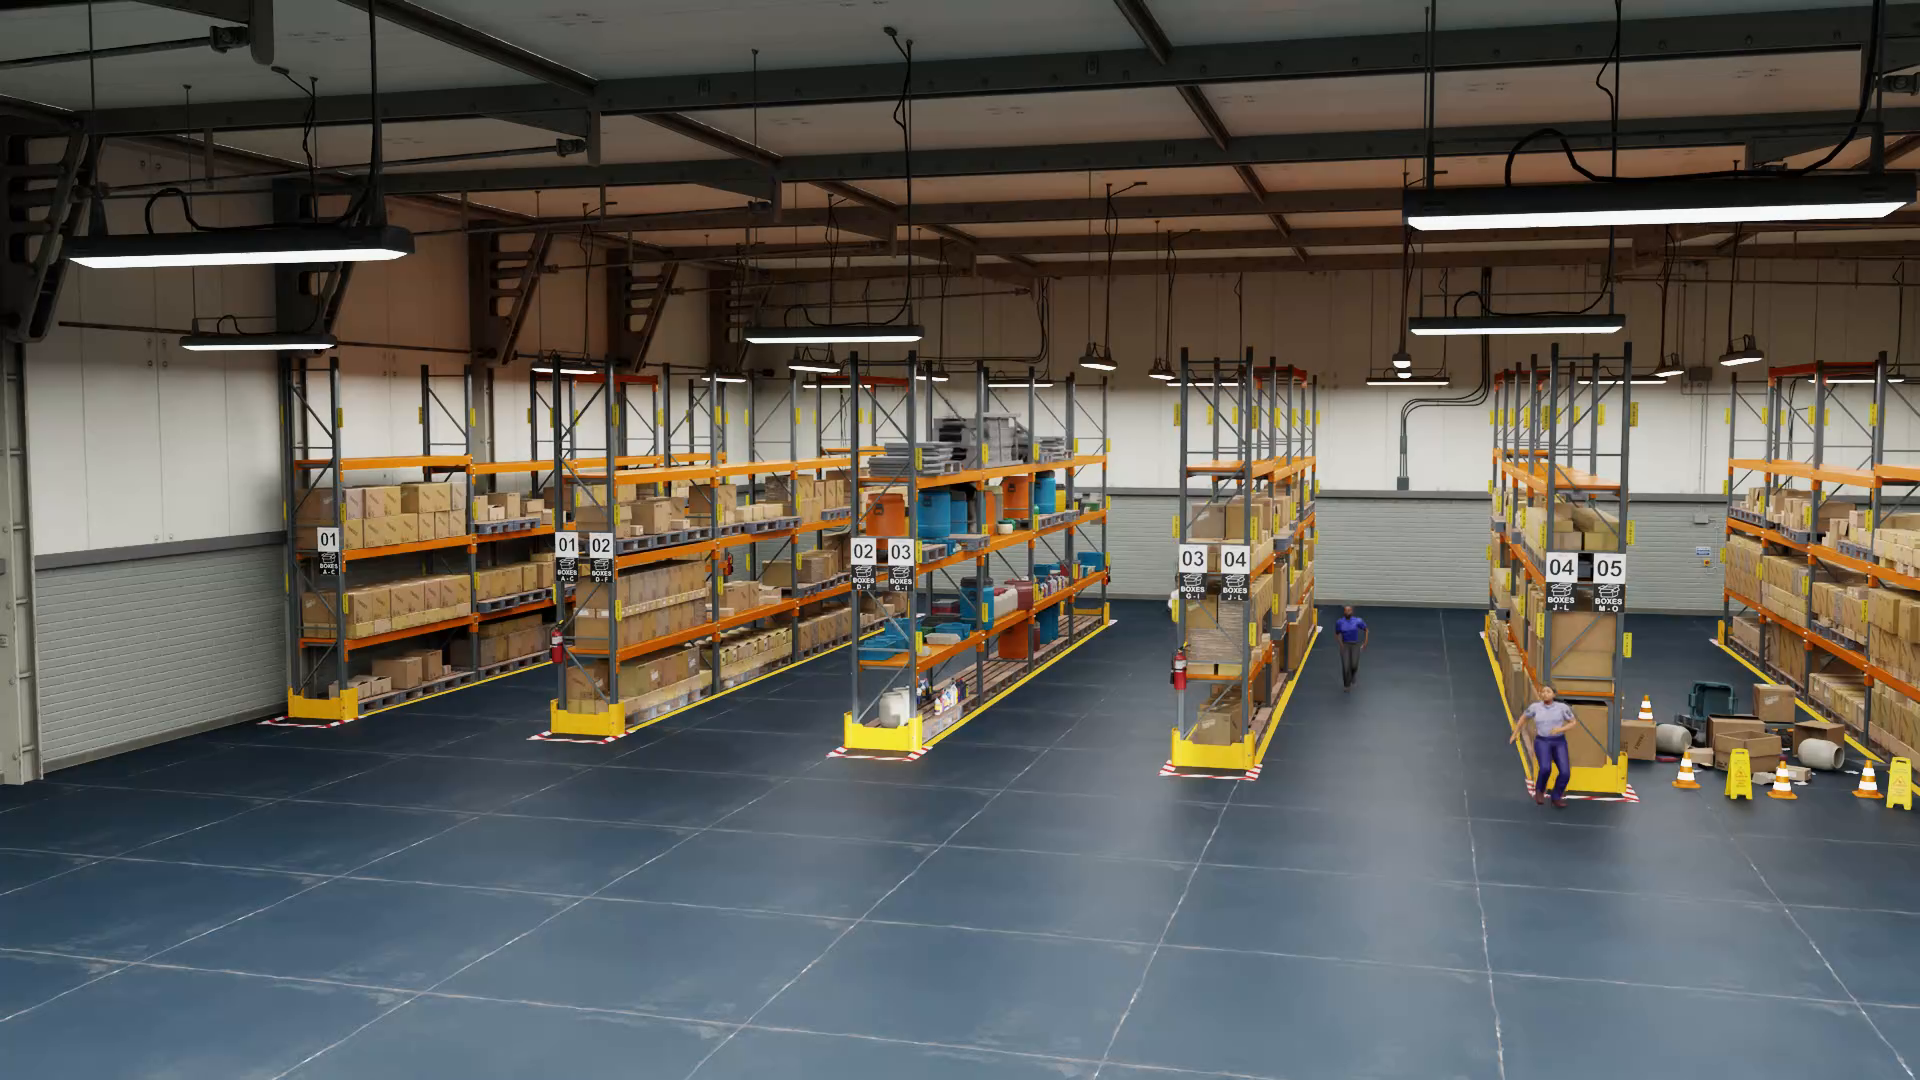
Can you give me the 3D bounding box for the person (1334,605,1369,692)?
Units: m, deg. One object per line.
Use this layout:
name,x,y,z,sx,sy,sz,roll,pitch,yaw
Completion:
person,7.107,1.987,30.241,0.607,1.601,0.669,1,4,19

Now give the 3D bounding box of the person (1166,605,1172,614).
person,5.628,1.096,41.454,0.953,1.738,0.670,2,5,26

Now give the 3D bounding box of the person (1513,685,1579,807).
person,7.584,2.650,21.472,0.700,1.573,0.751,0,4,4

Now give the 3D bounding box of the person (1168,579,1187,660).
person,4.605,1.616,34.514,0.572,1.703,0.911,1,4,11
